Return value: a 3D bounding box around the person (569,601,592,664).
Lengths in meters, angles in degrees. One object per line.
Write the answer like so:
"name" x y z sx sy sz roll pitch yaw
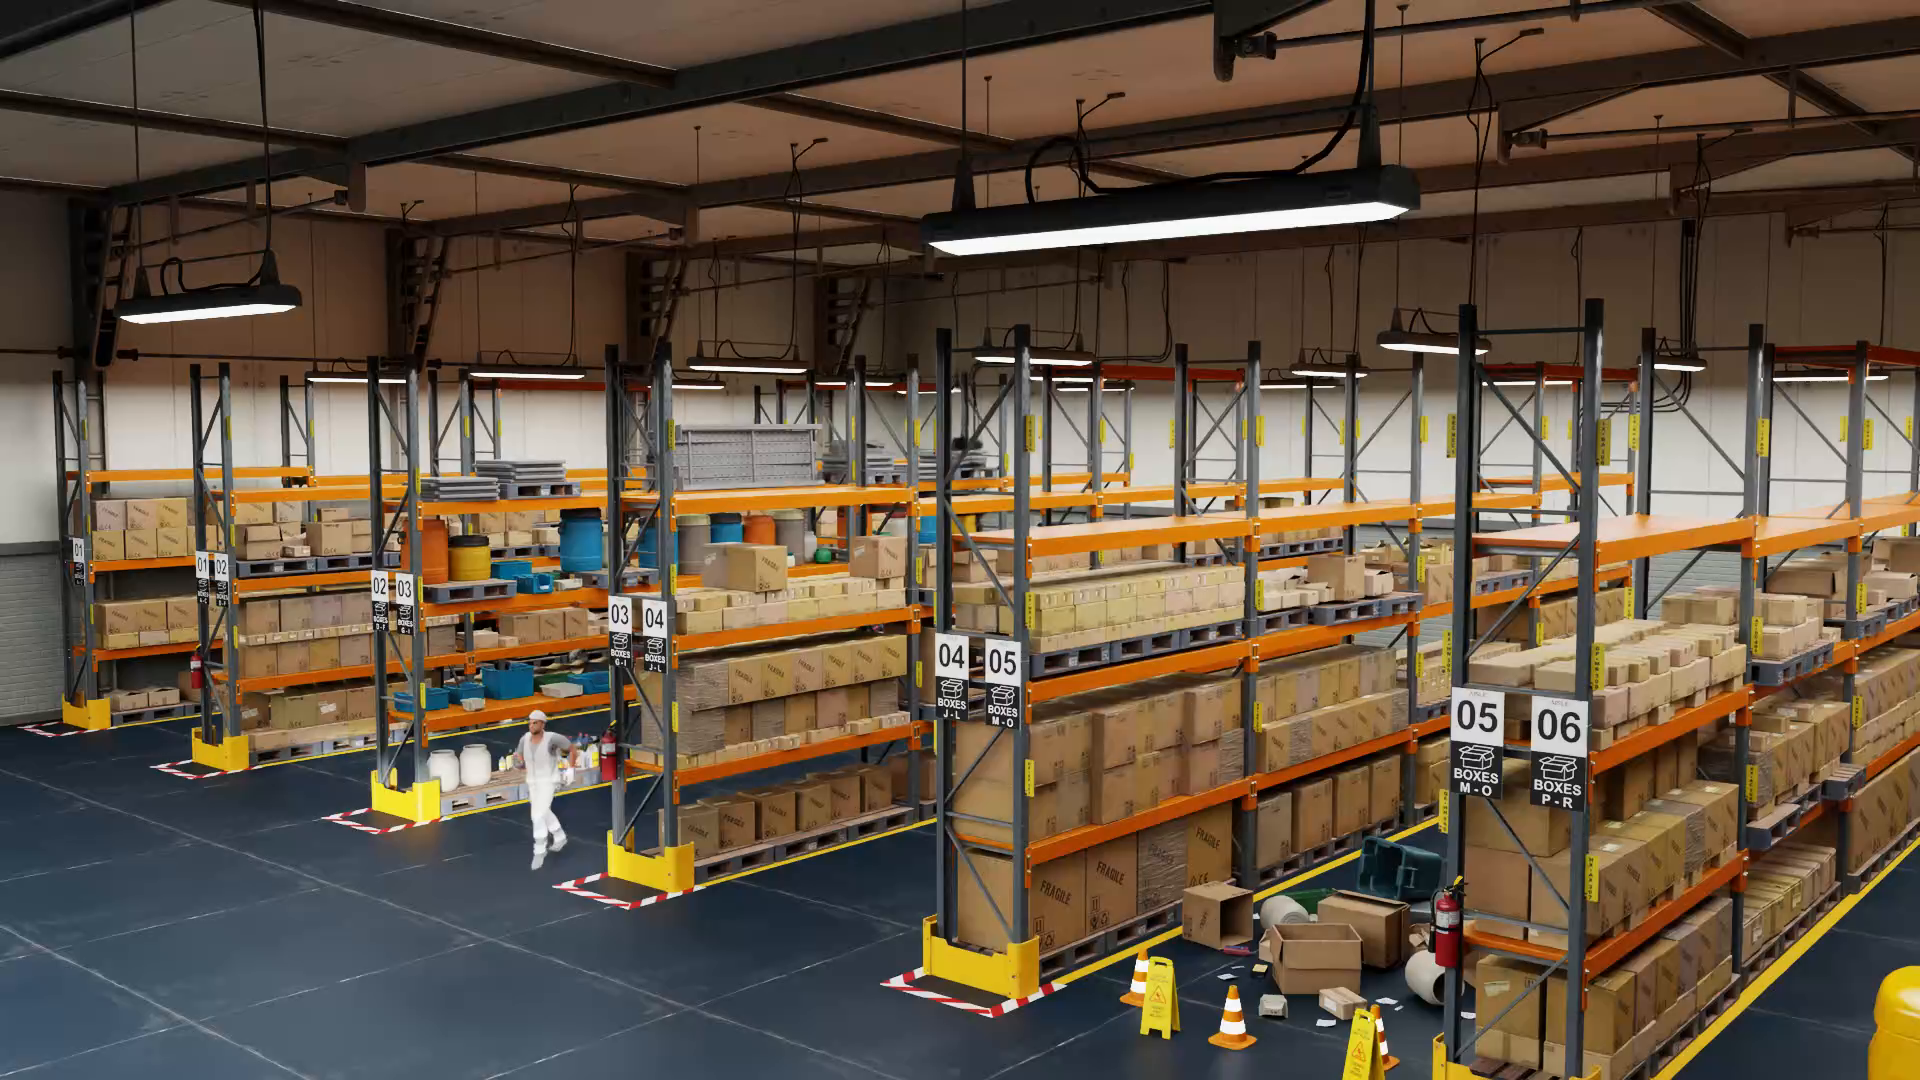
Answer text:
"person" -7.339 1.974 31.828 0.704 1.850 0.798 3 5 37

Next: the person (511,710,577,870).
"person" -4.874 2.874 19.491 0.670 1.810 0.848 2 5 25
